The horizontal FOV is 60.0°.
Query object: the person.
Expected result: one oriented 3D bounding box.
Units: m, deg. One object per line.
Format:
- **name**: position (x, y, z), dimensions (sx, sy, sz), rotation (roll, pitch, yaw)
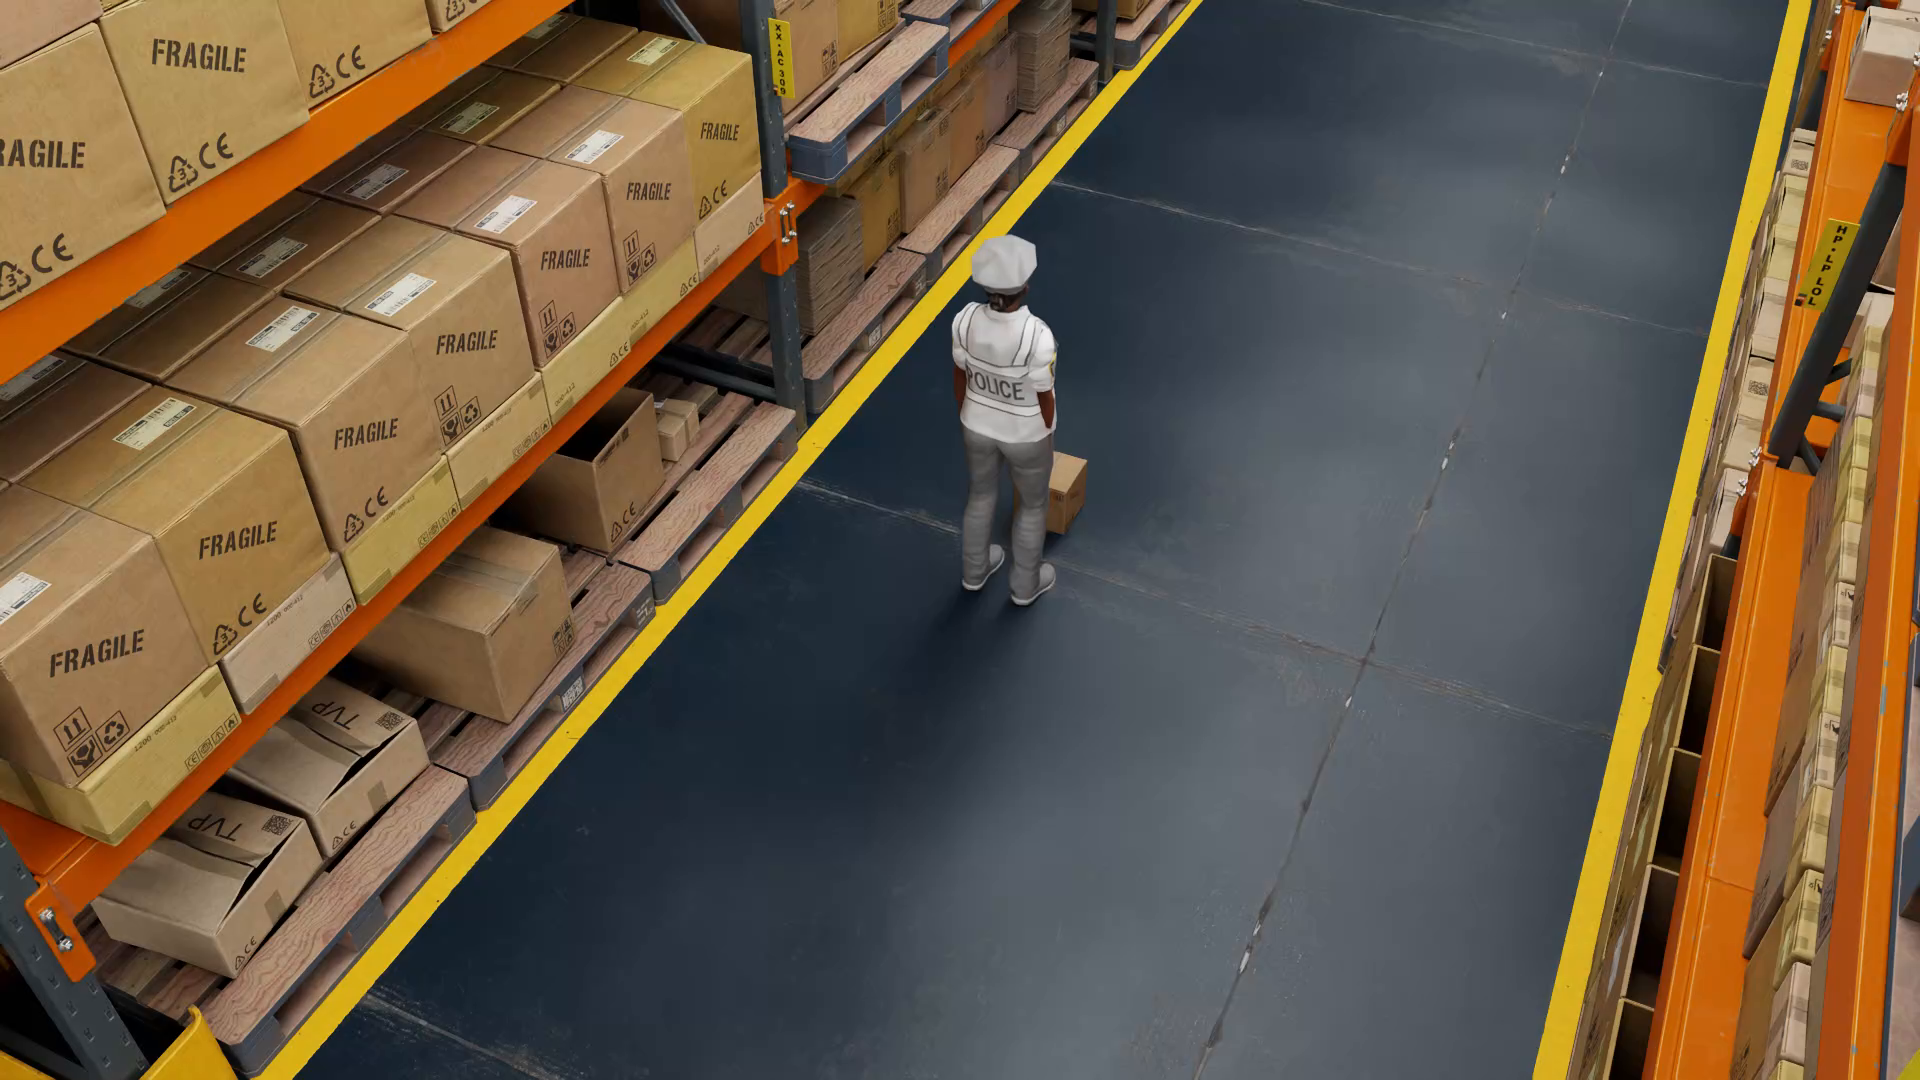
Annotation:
- **person**: position (0.184, -0.456, 6.660), dimensions (0.437, 1.693, 0.338), rotation (18, 45, 19)
